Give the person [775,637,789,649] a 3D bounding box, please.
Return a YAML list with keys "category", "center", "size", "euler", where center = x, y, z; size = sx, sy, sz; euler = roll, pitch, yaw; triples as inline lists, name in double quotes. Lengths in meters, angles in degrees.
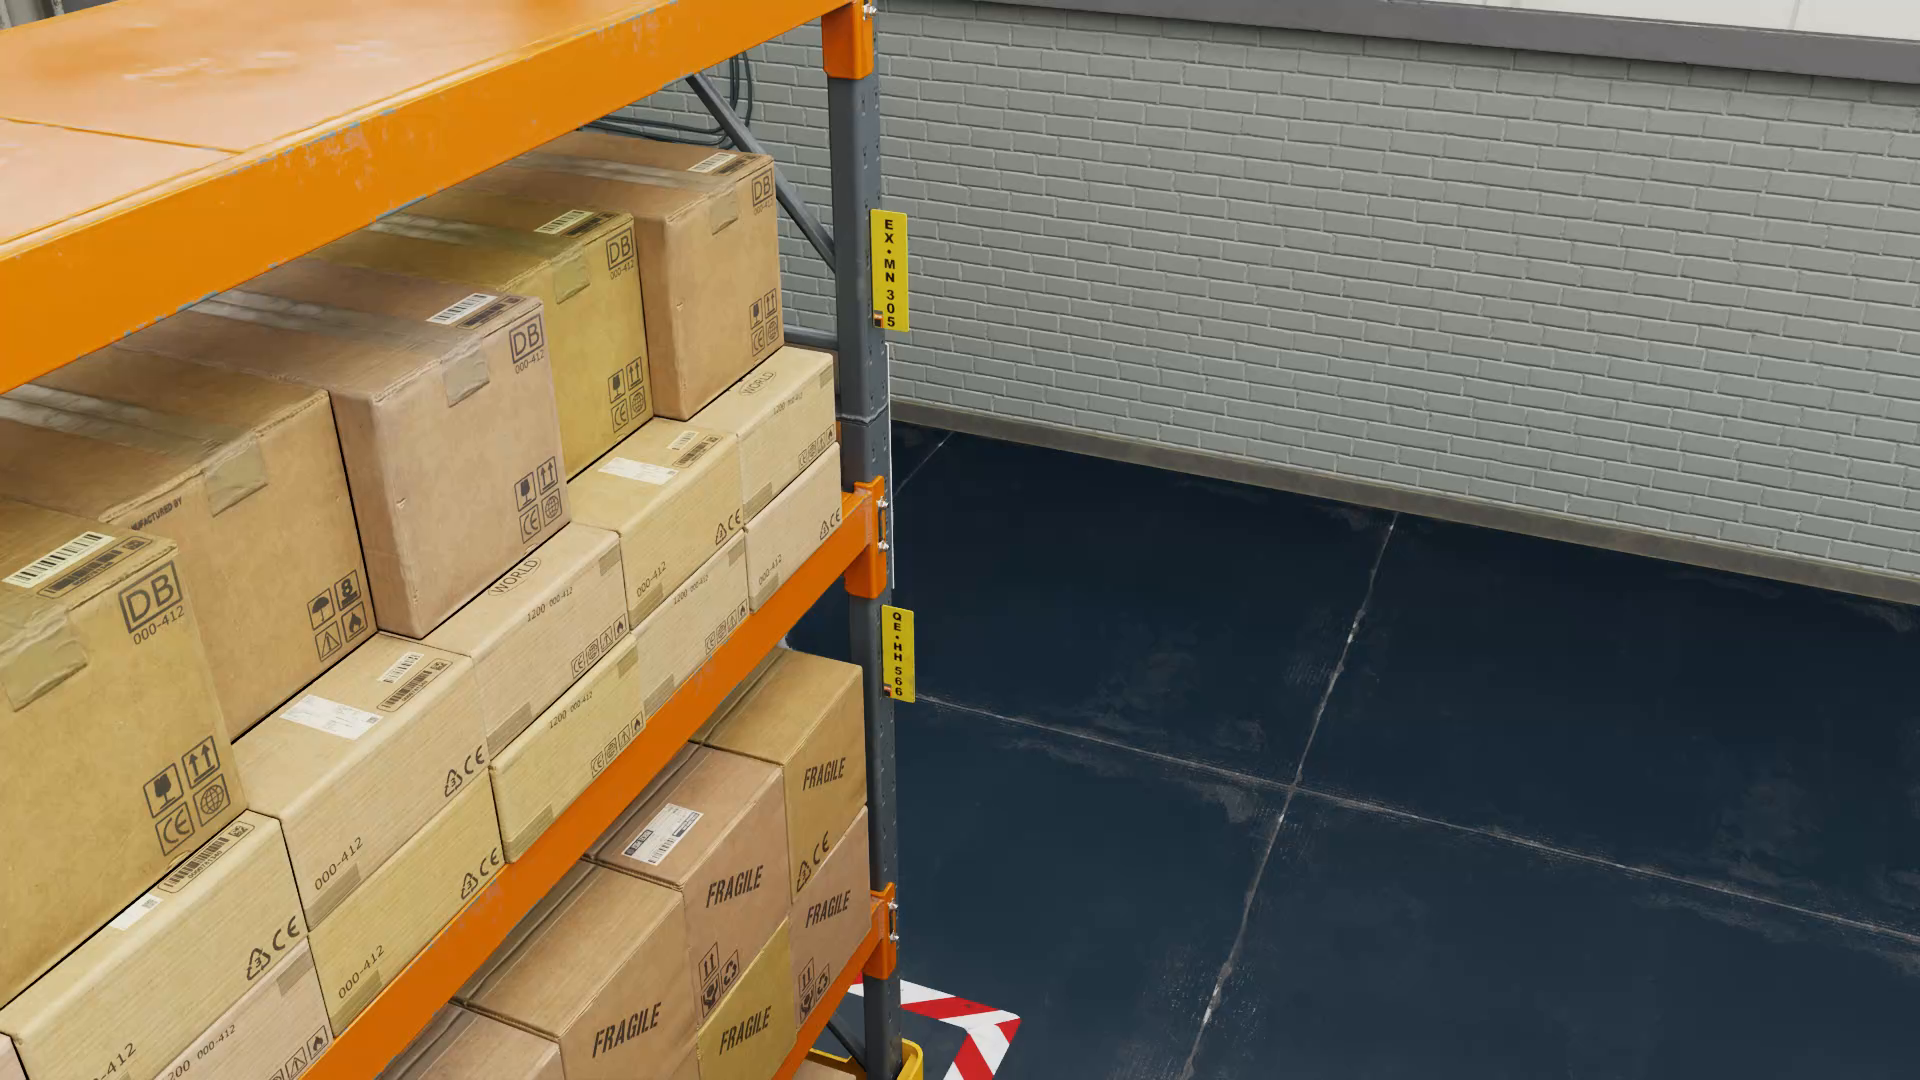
- category: "person"
  center: [-1.155, 0.131, 8.231]
  size: [0.572, 1.598, 0.648]
  euler: [13, 32, 22]
